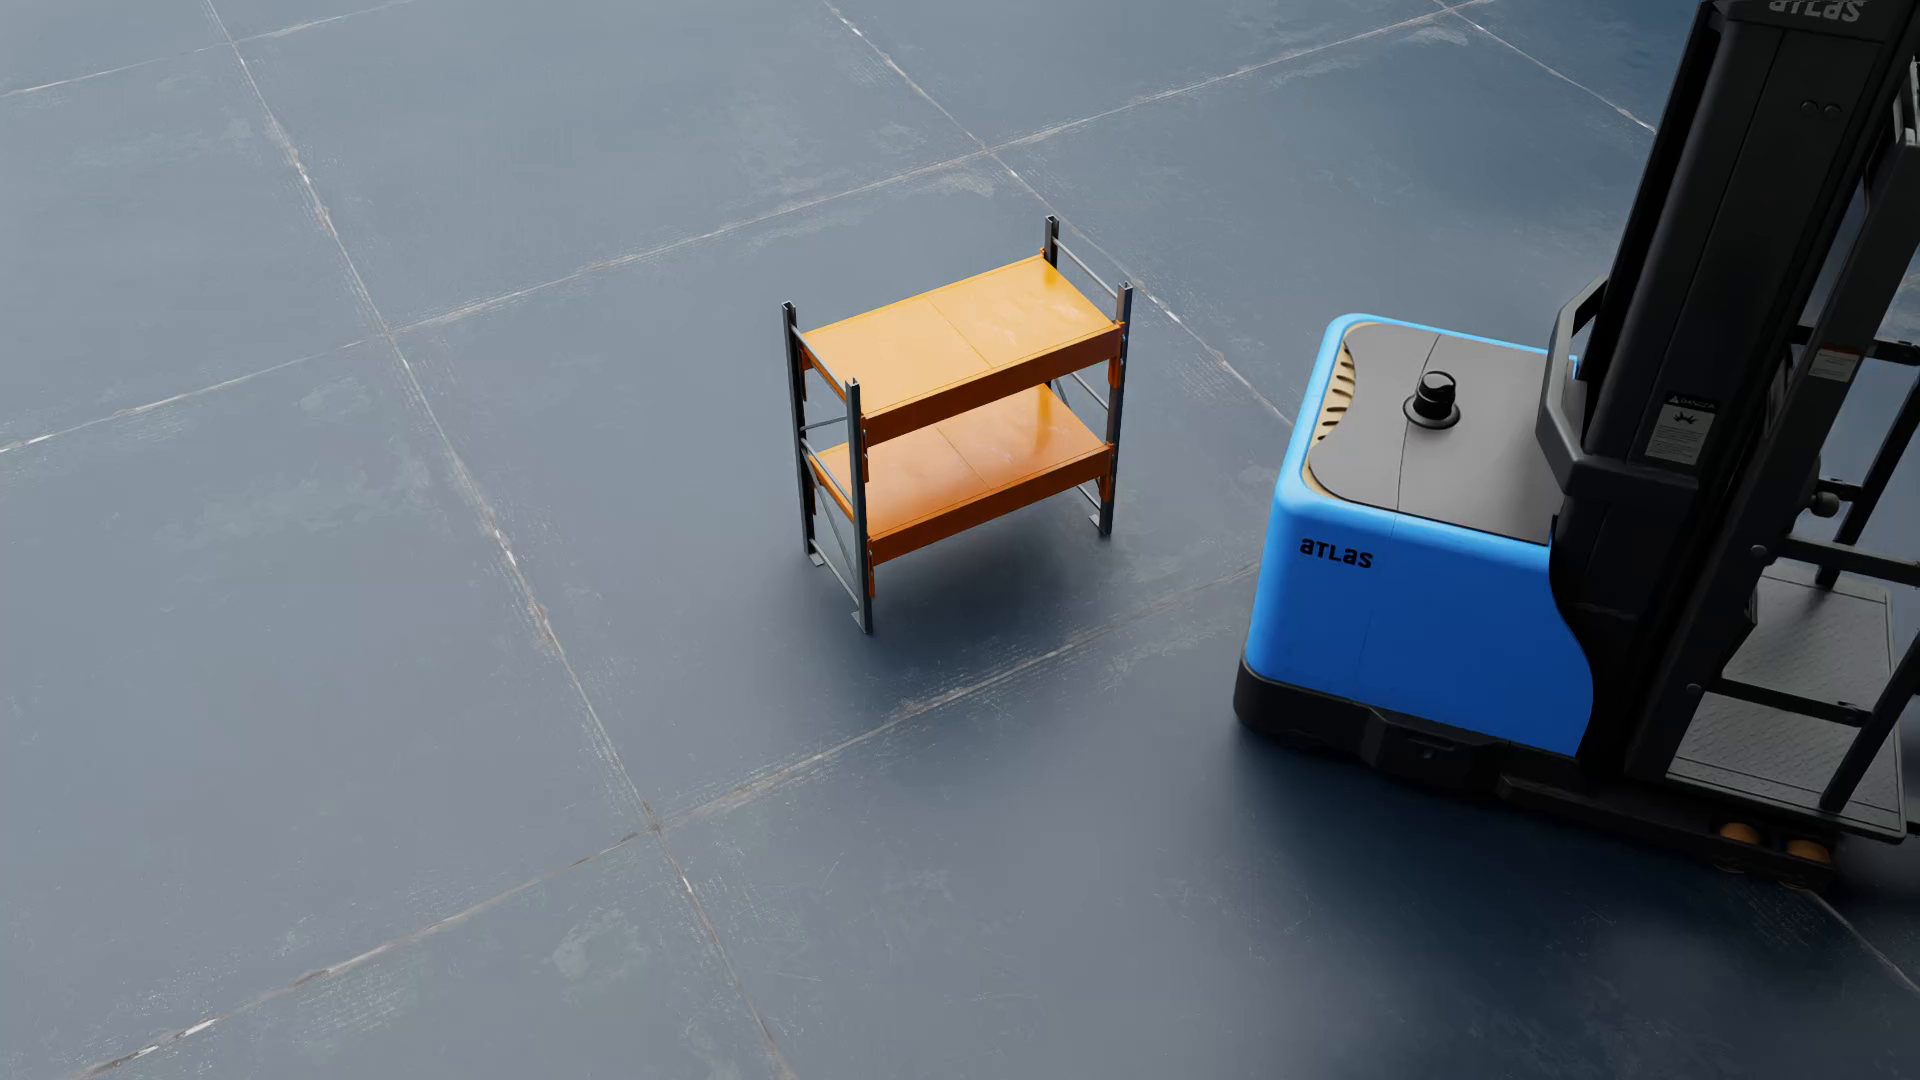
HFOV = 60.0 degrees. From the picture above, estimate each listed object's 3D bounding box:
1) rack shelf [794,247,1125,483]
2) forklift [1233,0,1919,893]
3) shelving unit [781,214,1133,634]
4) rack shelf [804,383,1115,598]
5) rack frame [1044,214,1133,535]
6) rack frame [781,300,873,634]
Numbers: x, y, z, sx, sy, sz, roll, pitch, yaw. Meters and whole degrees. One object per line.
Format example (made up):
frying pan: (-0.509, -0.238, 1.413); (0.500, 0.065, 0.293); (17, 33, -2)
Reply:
rack shelf: (-0.006, -0.611, 5.652); (1.000, 0.278, 0.538); (-22, 48, -21)
forklift: (2.489, -0.390, 4.547); (3.031, 2.935, 1.130); (14, 46, 14)
shelving unit: (-0.006, -0.401, 5.856); (1.048, 1.125, 0.538); (-22, 48, -21)
rack shelf: (-0.006, -0.226, 6.026); (1.000, 0.278, 0.538); (-22, 48, -21)
rack frame: (0.435, -0.578, 6.038); (0.032, 1.125, 0.500); (-22, 48, -21)
rack frame: (-0.447, -0.225, 5.674); (0.032, 1.125, 0.500); (-22, 48, -21)
